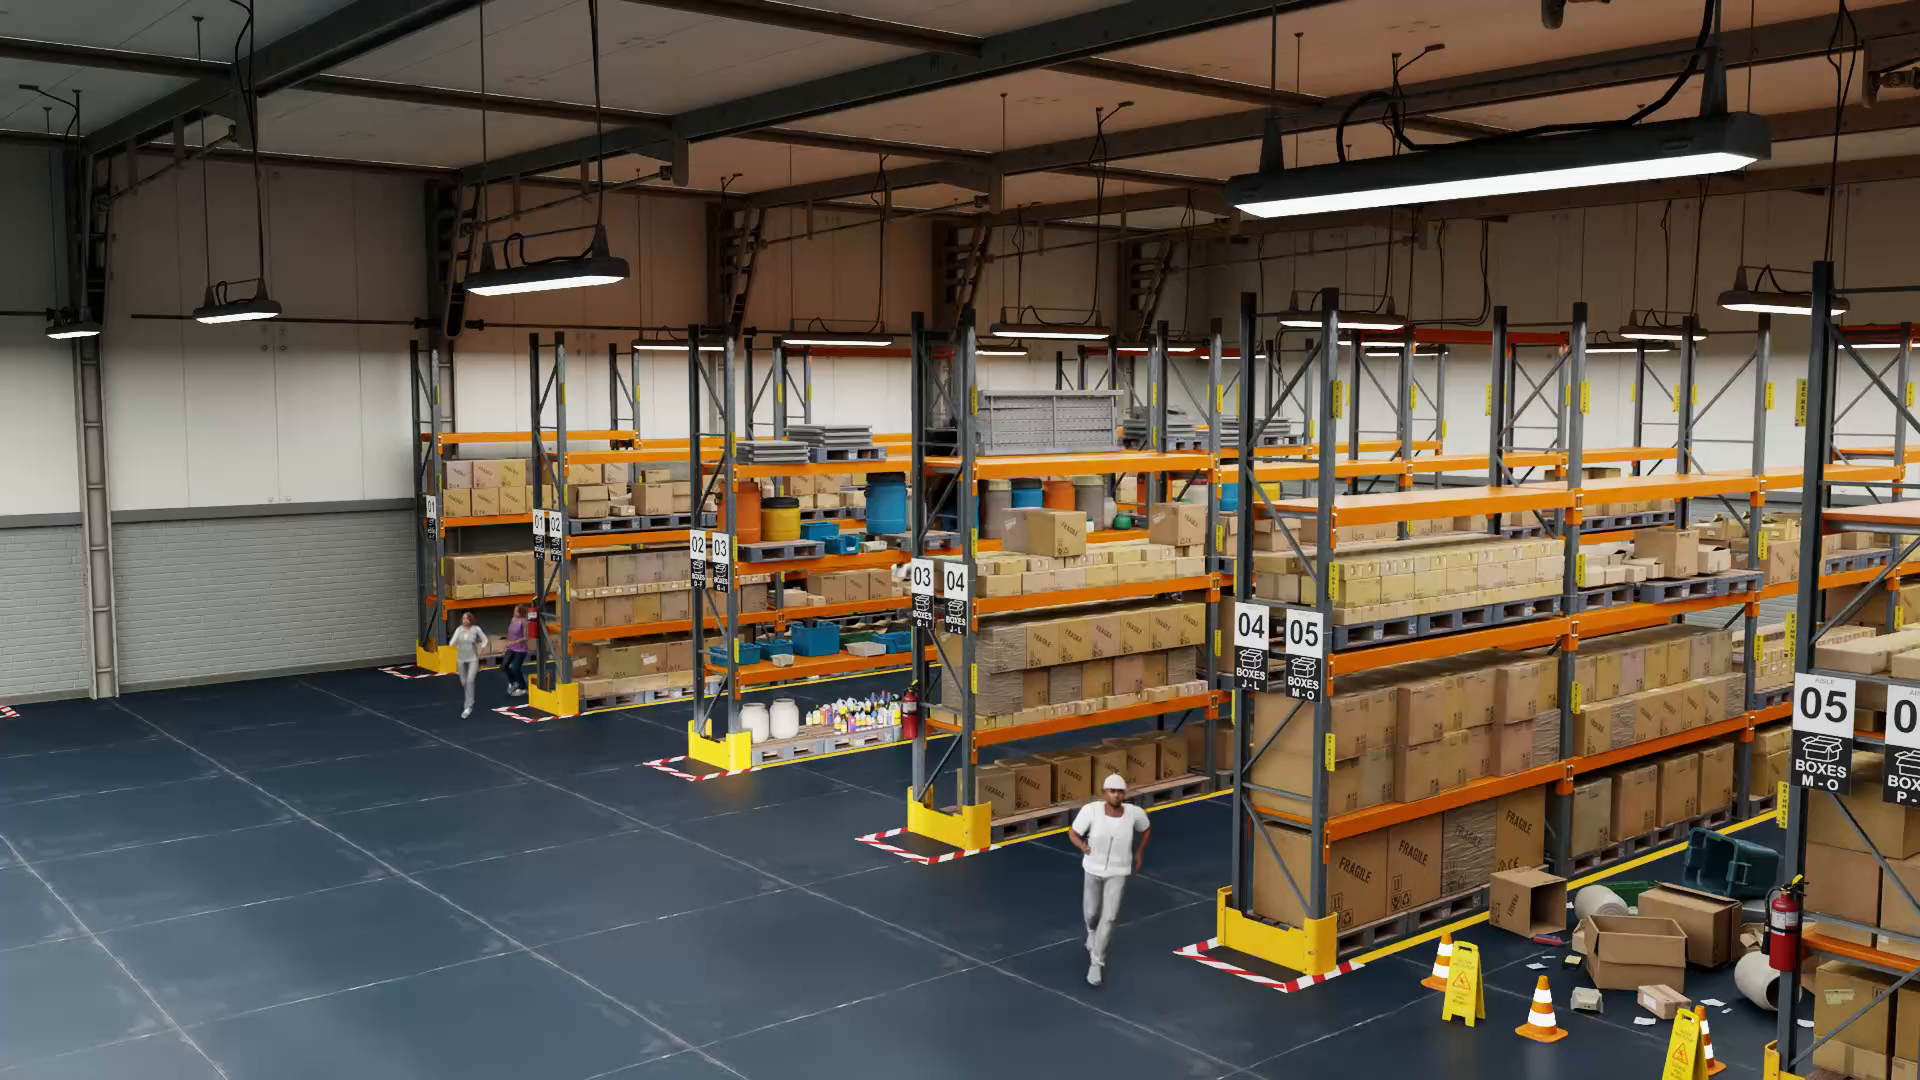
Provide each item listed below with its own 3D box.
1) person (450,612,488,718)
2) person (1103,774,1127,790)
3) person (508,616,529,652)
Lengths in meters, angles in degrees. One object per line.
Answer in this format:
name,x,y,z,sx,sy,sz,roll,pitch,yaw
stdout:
person,-7.748,1.931,26.162,0.547,1.616,0.780,0,5,4
person,1.358,2.138,14.566,0.211,0.160,0.287,1,5,8
person,-7.332,1.558,27.654,0.518,0.589,0.389,3,6,28
